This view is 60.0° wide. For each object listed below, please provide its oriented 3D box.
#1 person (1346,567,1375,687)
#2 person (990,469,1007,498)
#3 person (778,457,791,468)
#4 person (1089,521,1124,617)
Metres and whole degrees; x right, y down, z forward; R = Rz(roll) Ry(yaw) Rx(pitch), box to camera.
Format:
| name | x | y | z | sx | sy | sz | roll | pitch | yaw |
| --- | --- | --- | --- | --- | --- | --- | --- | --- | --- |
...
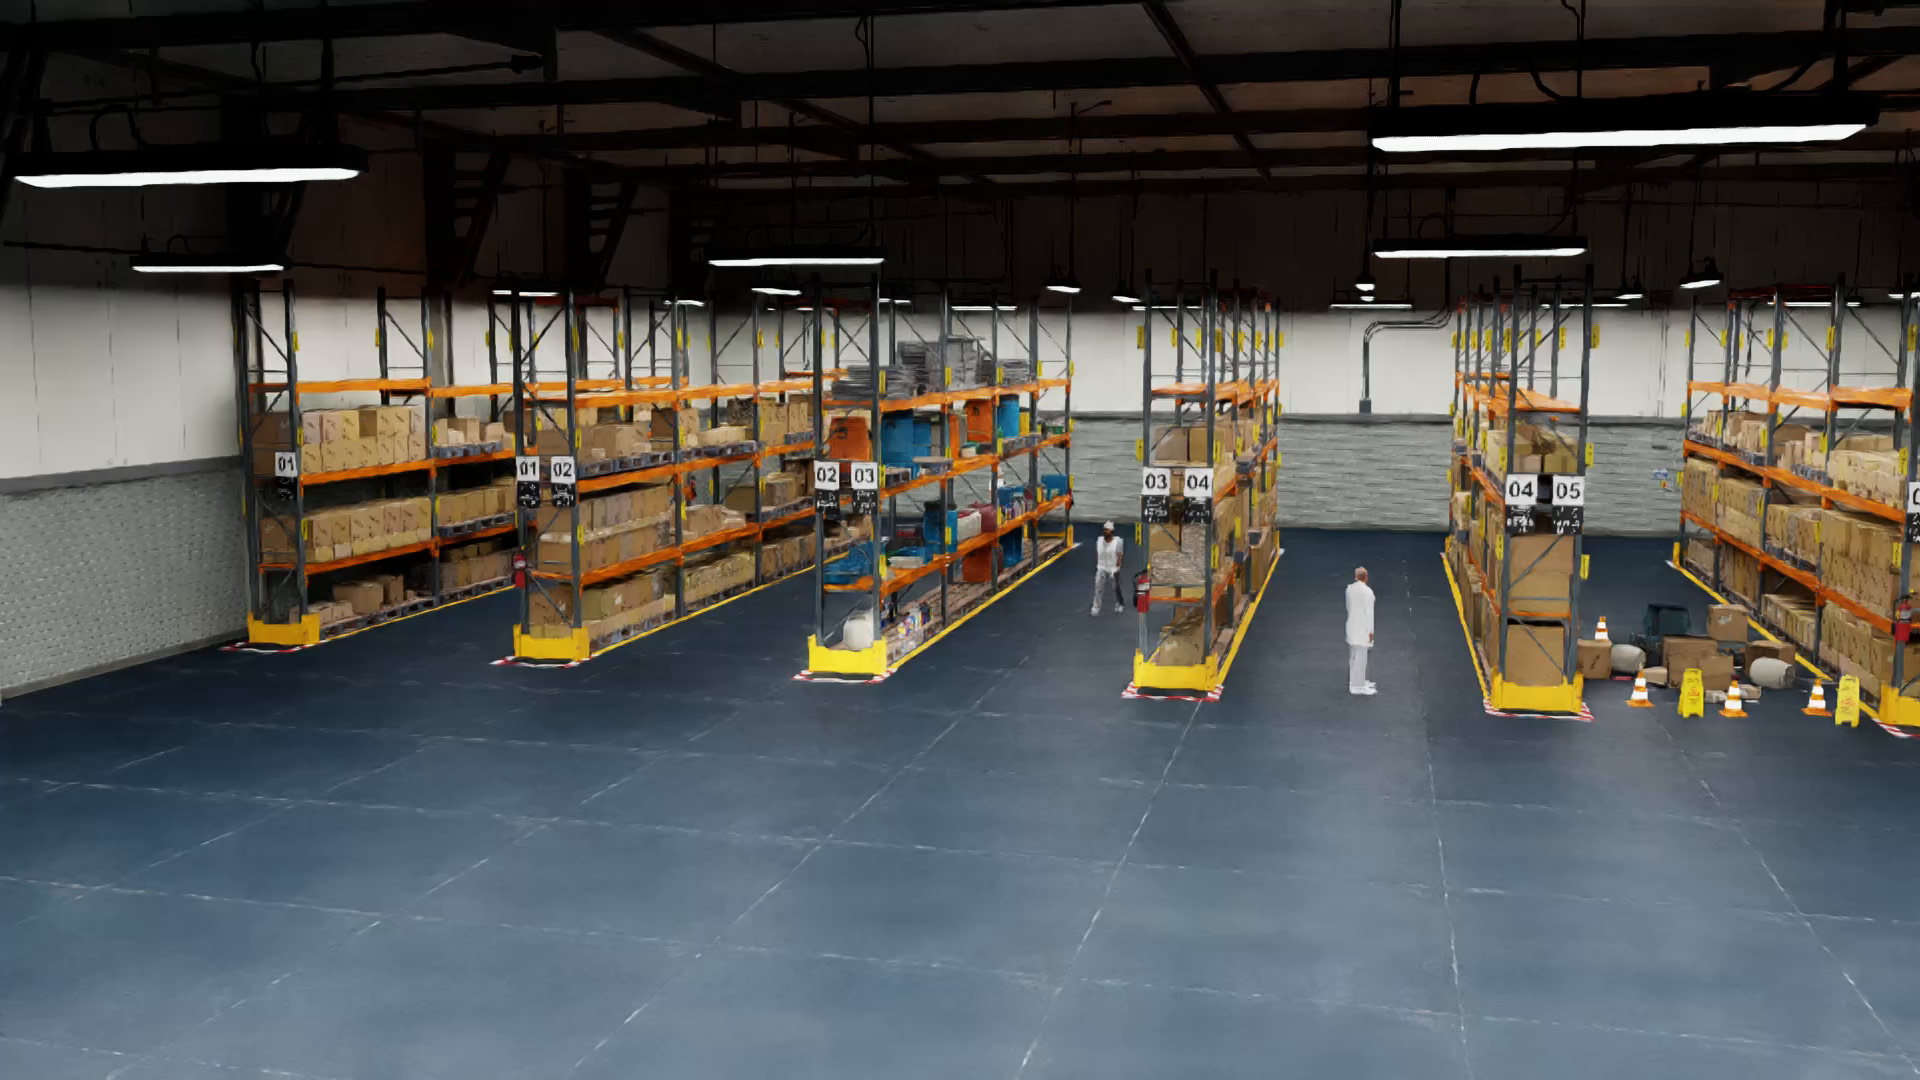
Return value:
| name | x | y | z | sx | sy | sz | roll | pitch | yaw |
| --- | --- | --- | --- | --- | --- | --- | --- | --- | --- |
| person | 5.700 | 1.228 | 23.689 | 0.381 | 1.700 | 0.640 | -2 | 7 | -16 |
| person | 0.948 | -1.092 | 43.740 | 0.571 | 1.583 | 0.483 | -5 | 8 | -34 |
| person | -4.964 | -1.493 | 46.979 | 0.596 | 1.746 | 0.570 | -3 | 7 | -22 |
| person | 2.700 | 0.517 | 30.221 | 0.552 | 1.724 | 1.036 | 3 | 7 | 23 |
